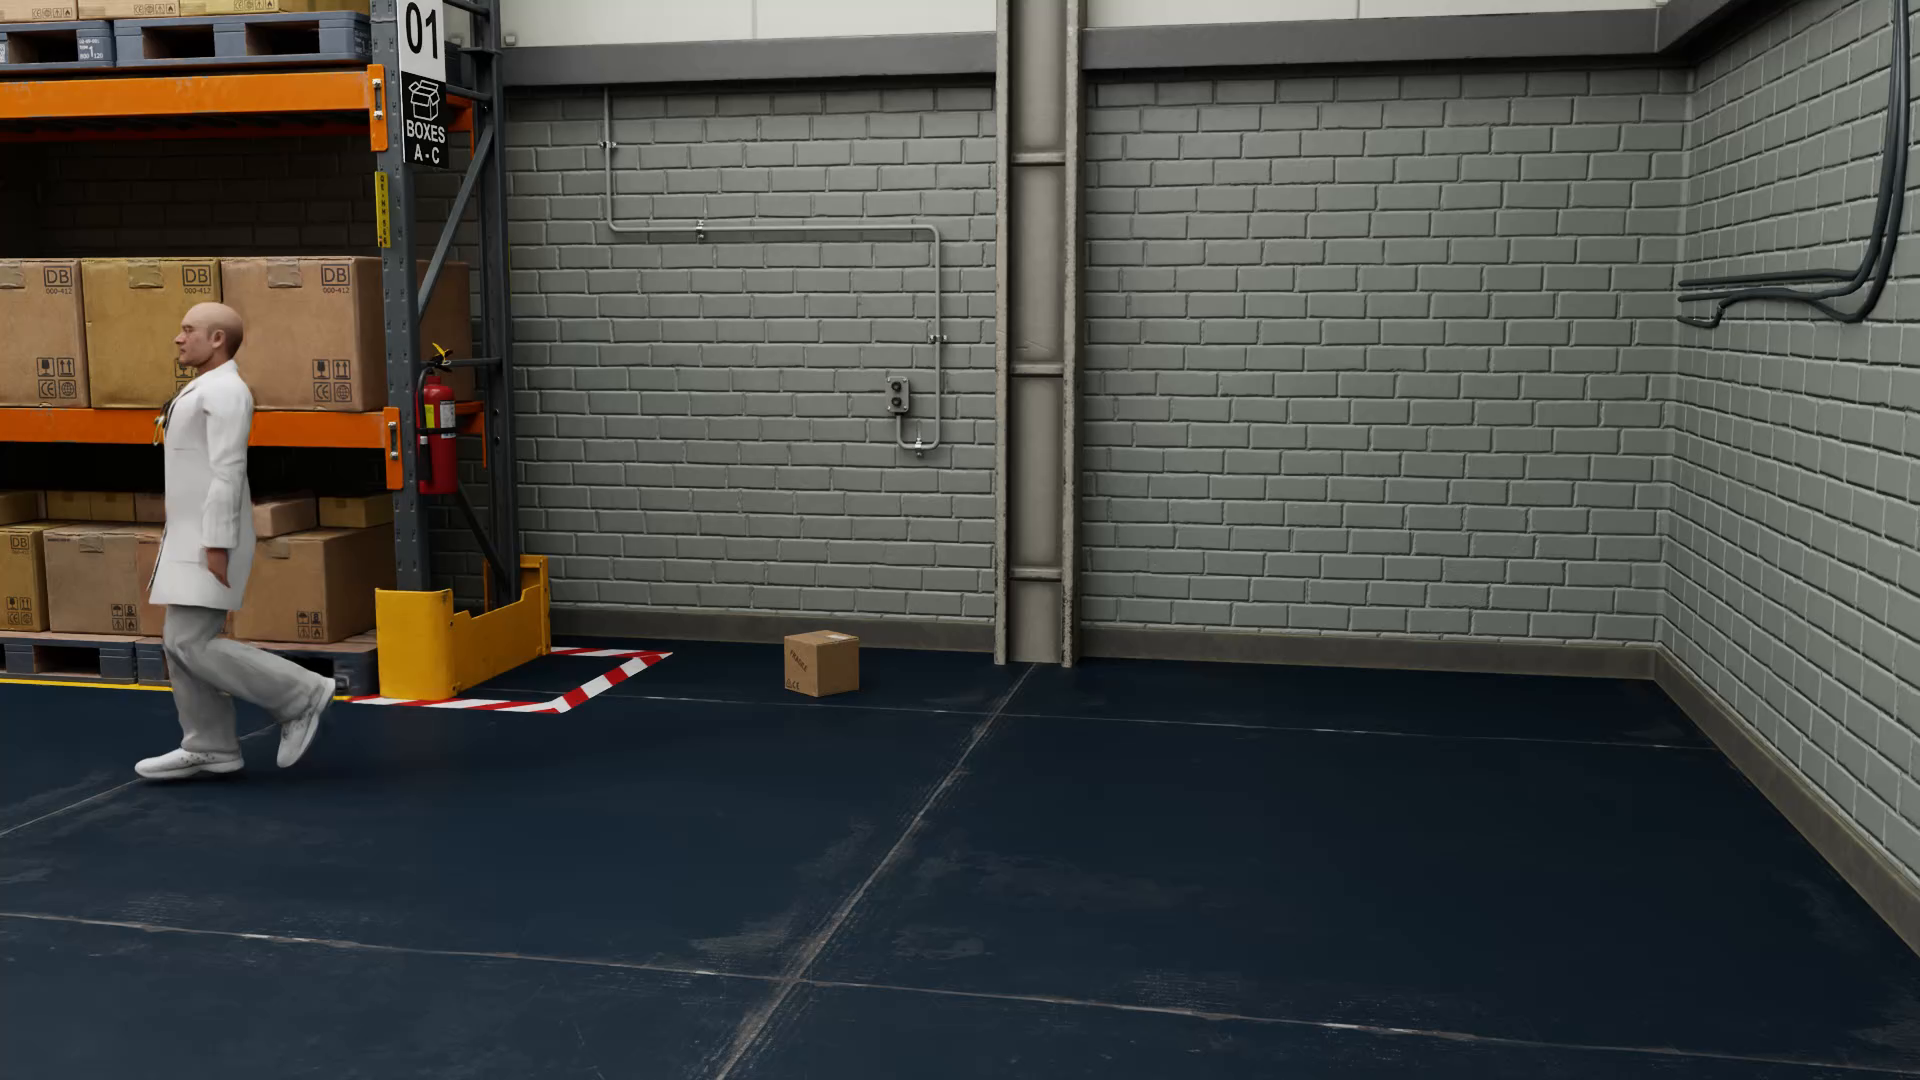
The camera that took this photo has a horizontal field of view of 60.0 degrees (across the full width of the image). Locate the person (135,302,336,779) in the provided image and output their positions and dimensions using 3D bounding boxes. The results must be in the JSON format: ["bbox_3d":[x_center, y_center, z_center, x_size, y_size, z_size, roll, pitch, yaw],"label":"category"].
[{"bbox_3d":[-2.726,0.007,6.167,0.698,1.762,0.567,-4,9,-27],"label":"person"}]
